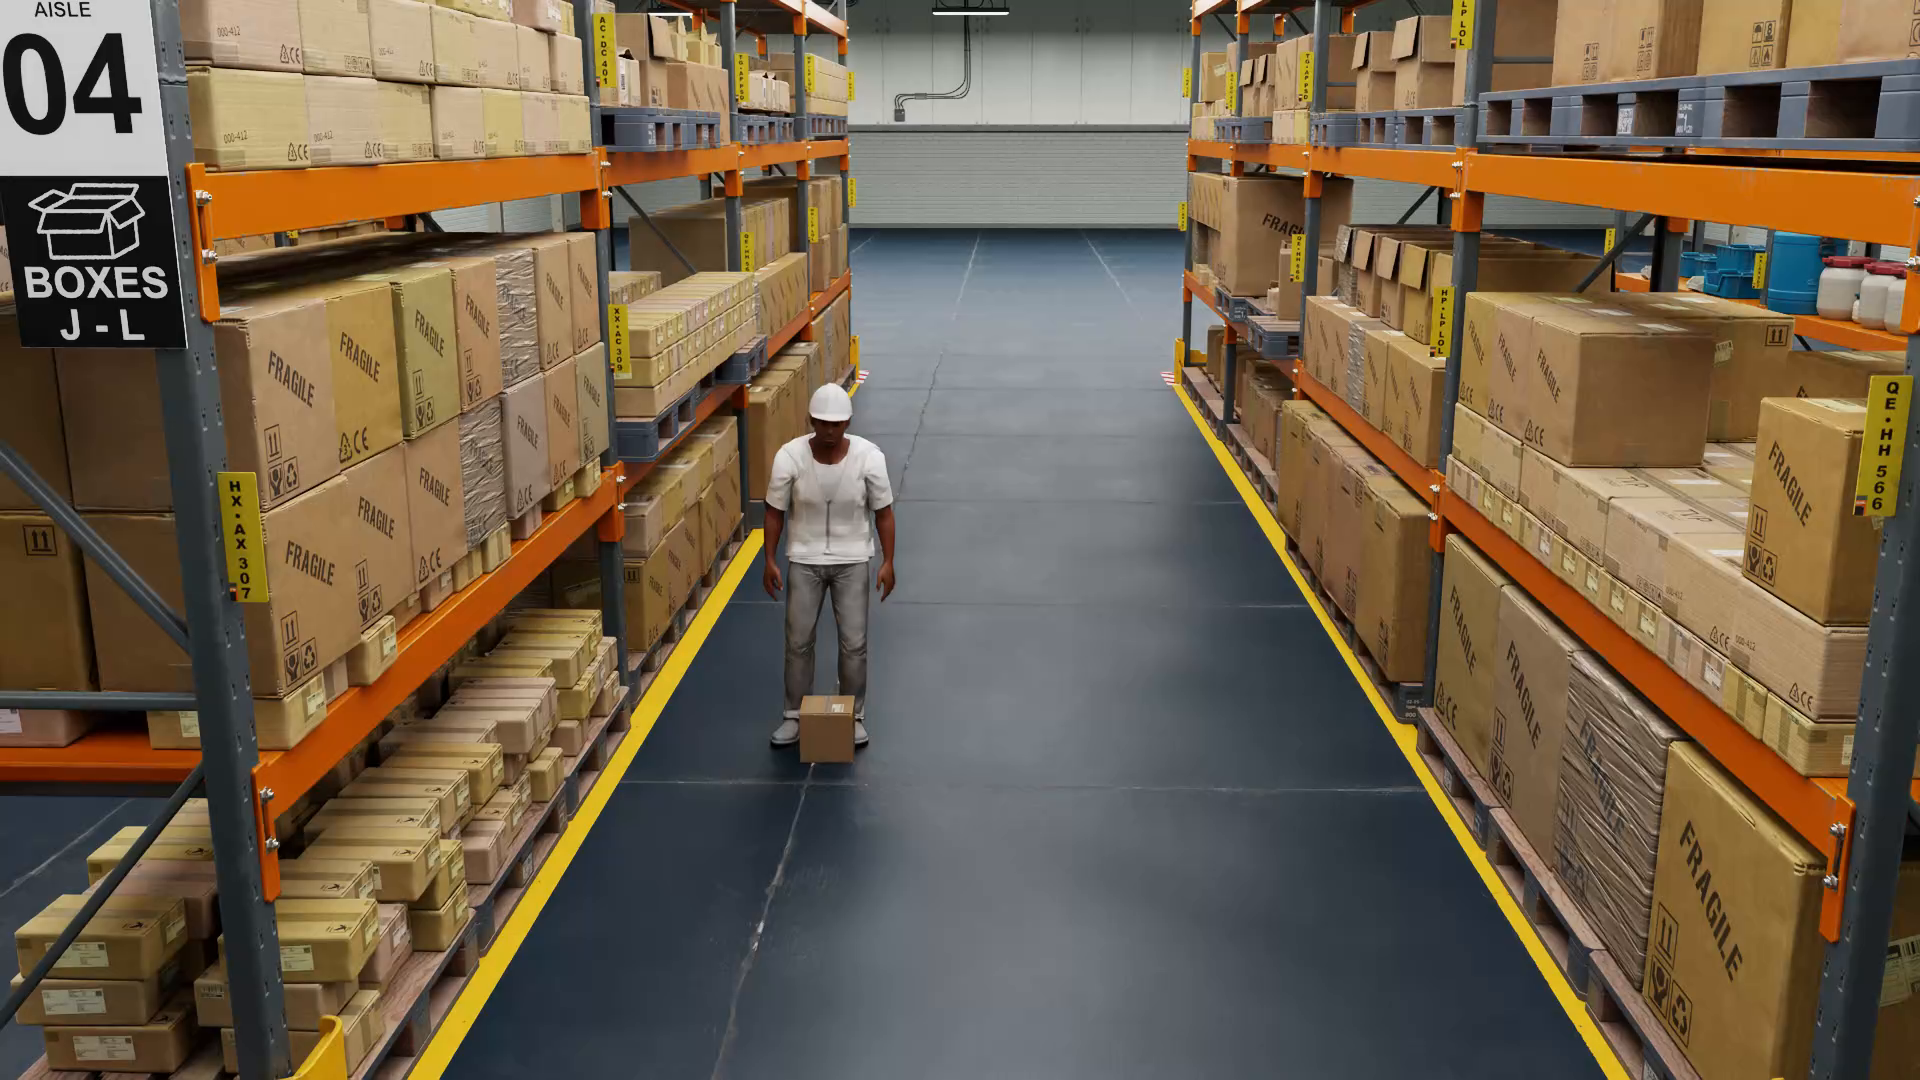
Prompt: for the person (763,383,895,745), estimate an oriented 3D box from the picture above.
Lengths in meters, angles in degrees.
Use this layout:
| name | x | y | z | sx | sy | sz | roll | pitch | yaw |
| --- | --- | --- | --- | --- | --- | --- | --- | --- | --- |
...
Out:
| name | x | y | z | sx | sy | sz | roll | pitch | yaw |
| --- | --- | --- | --- | --- | --- | --- | --- | --- | --- |
| person | -0.627 | 0.117 | 7.983 | 0.635 | 1.761 | 0.455 | 0 | 14 | -1 |
